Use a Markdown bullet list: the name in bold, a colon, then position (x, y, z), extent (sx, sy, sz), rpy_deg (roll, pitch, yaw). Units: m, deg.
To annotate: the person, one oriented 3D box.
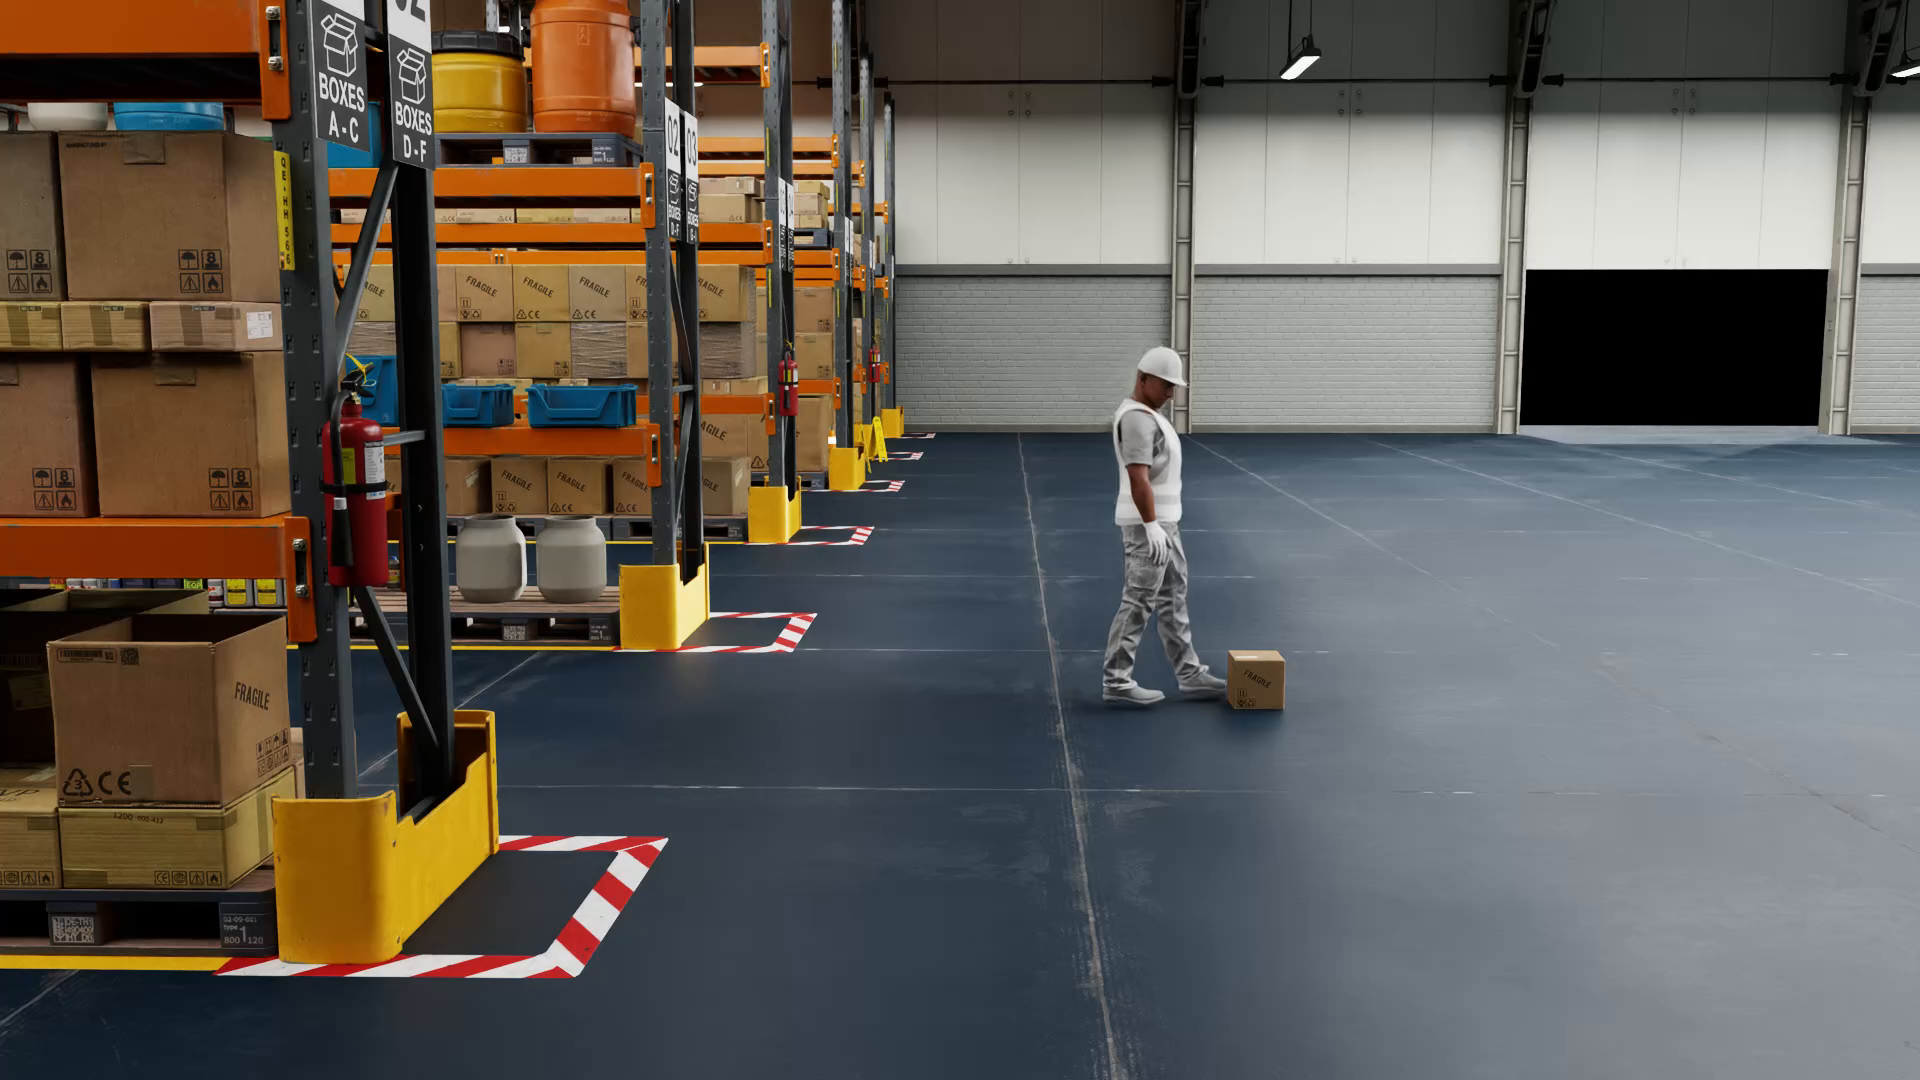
- **person**: position (1.054, -0.072, 8.233), extent (0.673, 1.761, 0.612), rpy_deg (1, 7, 6)
